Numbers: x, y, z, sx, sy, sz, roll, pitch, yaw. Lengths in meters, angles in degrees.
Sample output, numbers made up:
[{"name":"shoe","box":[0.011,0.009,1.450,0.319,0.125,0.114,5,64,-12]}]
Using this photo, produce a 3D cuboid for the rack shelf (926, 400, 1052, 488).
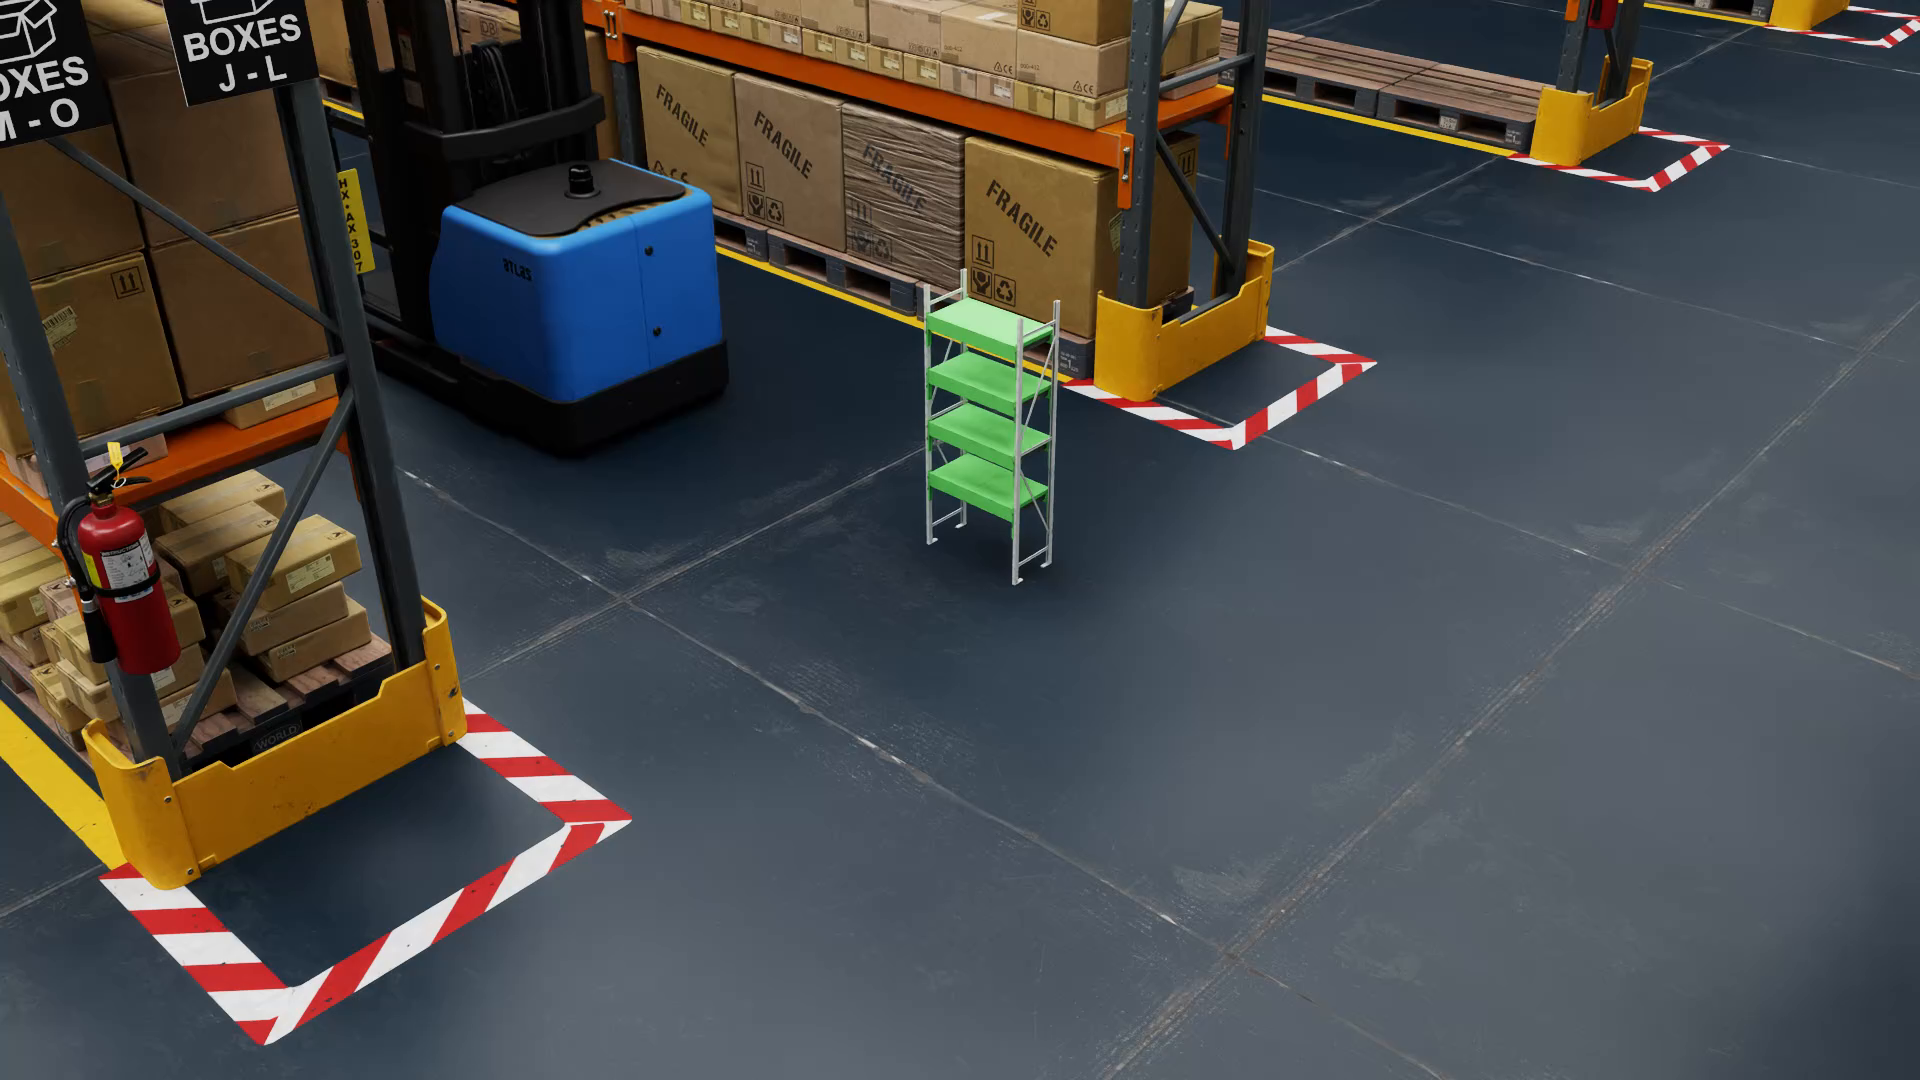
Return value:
[{"name":"rack shelf","box":[0.123,-0.402,6.878,0.480,0.148,0.258,25,39,35]}]

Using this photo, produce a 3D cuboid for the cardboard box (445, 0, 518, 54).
[{"name":"cardboard box","box":[-2.953,-3.435,11.700,0.875,0.875,1.225,24,38,34]}]

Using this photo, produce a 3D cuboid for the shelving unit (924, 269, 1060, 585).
[{"name":"shelving unit","box":[0.123,-0.457,6.845,0.503,1.200,0.258,25,39,35]}]

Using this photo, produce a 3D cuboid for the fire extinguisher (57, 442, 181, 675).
[{"name":"fire extinguisher","box":[-2.362,0.060,4.678,0.183,0.674,0.296,25,39,35]}]

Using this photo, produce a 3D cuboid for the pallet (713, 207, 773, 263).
[{"name":"pallet","box":[-1.290,-2.154,10.624,1.213,0.211,1.003,25,39,35]}]

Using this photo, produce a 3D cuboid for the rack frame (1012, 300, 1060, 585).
[{"name":"rack frame","box":[0.304,-0.372,6.705,0.015,1.200,0.240,25,39,35]}]

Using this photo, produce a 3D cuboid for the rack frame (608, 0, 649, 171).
[{"name":"rack frame","box":[-1.802,-3.642,10.392,0.127,3.000,1.000,25,39,35]}]

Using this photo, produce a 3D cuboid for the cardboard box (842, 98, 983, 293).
[{"name":"cardboard box","box":[-0.039,-2.033,9.372,0.875,0.875,0.875,25,39,35]}]

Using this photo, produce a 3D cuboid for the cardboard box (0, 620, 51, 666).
[{"name":"cardboard box","box":[-3.208,0.265,5.970,0.250,0.149,0.380,23,38,33]}]

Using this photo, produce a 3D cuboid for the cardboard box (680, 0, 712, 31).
[{"name":"cardboard box","box":[-1.415,-3.123,9.773,0.250,0.149,0.380,27,40,37]}]

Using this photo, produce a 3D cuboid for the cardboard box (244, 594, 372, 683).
[{"name":"cardboard box","box":[-2.413,0.342,6.131,0.250,0.149,0.380,26,40,36]}]

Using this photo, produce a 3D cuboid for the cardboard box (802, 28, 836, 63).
[{"name":"cardboard box","box":[-0.649,-2.766,9.180,0.250,0.149,0.380,24,38,34]}]

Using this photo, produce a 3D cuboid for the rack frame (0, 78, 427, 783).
[{"name":"rack frame","box":[-2.239,-0.396,5.000,0.127,3.000,1.000,25,39,35]}]

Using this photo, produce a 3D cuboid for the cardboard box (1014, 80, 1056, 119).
[{"name":"cardboard box","box":[0.485,-2.237,8.301,0.250,0.149,0.380,25,39,36]}]

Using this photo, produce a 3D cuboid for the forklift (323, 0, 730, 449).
[{"name":"forklift","box":[-2.602,-2.324,8.269,3.031,2.935,1.130,25,39,35]}]

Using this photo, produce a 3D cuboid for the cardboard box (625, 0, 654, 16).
[{"name":"cardboard box","box":[-1.805,-3.305,10.075,0.250,0.149,0.380,25,39,35]}]

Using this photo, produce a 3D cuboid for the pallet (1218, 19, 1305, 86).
[{"name":"pallet","box":[2.093,-4.102,13.859,1.213,0.211,1.003,25,39,35]}]

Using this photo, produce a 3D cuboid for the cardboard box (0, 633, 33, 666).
[{"name":"cardboard box","box":[-3.358,0.288,6.221,0.250,0.149,0.380,25,39,36]}]

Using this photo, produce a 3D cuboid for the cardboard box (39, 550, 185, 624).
[{"name":"cardboard box","box":[-2.949,0.195,5.798,0.250,0.149,0.380,26,40,36]}]

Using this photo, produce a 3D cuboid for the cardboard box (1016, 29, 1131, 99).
[{"name":"cardboard box","box":[0.627,-2.387,8.164,0.500,0.250,0.500,24,39,34]}]

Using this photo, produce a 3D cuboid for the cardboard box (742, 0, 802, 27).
[{"name":"cardboard box","box":[-0.876,-3.091,9.334,0.500,0.250,0.500,26,40,36]}]

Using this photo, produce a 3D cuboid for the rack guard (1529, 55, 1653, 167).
[{"name":"rack guard","box":[4.514,-3.078,11.877,0.348,0.500,1.175,25,39,35]}]

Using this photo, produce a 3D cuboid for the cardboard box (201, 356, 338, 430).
[{"name":"cardboard box","box":[-2.259,-0.526,5.459,0.250,0.149,0.380,25,39,35]}]

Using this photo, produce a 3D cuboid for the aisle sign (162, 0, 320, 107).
[{"name":"aisle sign","box":[-1.984,-1.599,4.478,0.004,0.787,0.394,25,39,35]}]

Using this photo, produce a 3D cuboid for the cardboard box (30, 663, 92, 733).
[{"name":"cardboard box","box":[-3.028,0.493,5.880,0.250,0.149,0.380,26,40,36]}]

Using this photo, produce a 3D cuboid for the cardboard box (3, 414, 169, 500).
[{"name":"cardboard box","box":[-2.670,-0.293,5.072,0.250,0.149,0.380,25,39,35]}]

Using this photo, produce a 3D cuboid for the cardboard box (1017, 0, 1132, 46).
[{"name":"cardboard box","box":[0.627,-2.710,7.974,0.500,0.500,0.500,26,39,36]}]

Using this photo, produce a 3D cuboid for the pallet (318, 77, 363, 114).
[{"name":"pallet","box":[-4.233,-3.530,12.909,1.213,0.211,1.003,25,39,35]}]

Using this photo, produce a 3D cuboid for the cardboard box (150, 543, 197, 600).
[{"name":"cardboard box","box":[-2.861,0.071,6.292,0.250,0.149,0.380,26,39,36]}]

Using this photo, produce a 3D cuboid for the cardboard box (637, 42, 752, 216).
[{"name":"cardboard box","box":[-1.366,-2.653,10.401,0.875,0.875,0.875,25,39,35]}]

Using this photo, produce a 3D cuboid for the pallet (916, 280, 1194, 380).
[{"name":"pallet","box":[0.519,-1.310,9.221,1.213,0.211,1.003,25,39,35]}]

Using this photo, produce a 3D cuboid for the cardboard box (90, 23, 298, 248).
[{"name":"cardboard box","box":[-2.394,-1.252,5.066,0.500,0.500,0.500,25,39,35]}]

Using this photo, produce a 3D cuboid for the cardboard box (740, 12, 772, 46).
[{"name":"cardboard box","box":[-1.029,-2.944,9.476,0.250,0.149,0.380,24,39,34]}]

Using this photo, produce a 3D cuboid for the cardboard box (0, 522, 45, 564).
[{"name":"cardboard box","box":[-3.376,0.040,6.055,0.250,0.149,0.380,23,38,33]}]

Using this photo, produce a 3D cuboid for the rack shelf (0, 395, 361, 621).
[{"name":"rack shelf","box":[-3.722,-0.780,6.335,4.000,0.370,1.077,25,39,35]}]

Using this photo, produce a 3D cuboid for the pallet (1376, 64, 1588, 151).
[{"name":"pallet","box":[3.902,-3.257,12.456,1.213,0.211,1.003,25,39,35]}]

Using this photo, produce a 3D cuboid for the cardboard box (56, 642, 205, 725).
[{"name":"cardboard box","box":[-2.822,0.444,5.672,0.250,0.149,0.380,24,38,34]}]

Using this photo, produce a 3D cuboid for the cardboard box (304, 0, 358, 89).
[{"name":"cardboard box","box":[-4.270,-4.049,12.721,0.875,0.875,1.225,23,38,33]}]

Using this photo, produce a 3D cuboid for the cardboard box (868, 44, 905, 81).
[{"name":"cardboard box","box":[-0.272,-2.590,8.888,0.250,0.149,0.380,25,39,35]}]

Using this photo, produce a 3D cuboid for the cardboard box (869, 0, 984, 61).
[{"name":"cardboard box","box":[-0.126,-2.739,8.749,0.500,0.250,0.500,24,38,34]}]

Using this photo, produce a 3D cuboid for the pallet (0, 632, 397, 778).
[{"name":"pallet","box":[-2.874,0.478,6.252,1.213,0.211,1.003,25,39,35]}]

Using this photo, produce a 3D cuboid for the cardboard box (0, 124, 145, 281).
[{"name":"cardboard box","box":[-2.745,-1.058,4.744,0.500,0.500,0.500,24,39,34]}]

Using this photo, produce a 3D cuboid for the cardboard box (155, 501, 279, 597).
[{"name":"cardboard box","box":[-2.685,0.030,6.072,0.250,0.149,0.380,26,40,36]}]

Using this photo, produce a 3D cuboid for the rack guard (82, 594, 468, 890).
[{"name":"rack guard","box":[-2.295,0.648,5.688,0.348,0.500,1.175,25,39,35]}]

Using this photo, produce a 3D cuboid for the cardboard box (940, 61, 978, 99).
[{"name":"cardboard box","box":[0.115,-2.411,8.591,0.250,0.149,0.380,26,40,36]}]

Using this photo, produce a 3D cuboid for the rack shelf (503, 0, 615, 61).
[{"name":"rack shelf","box":[-3.284,-4.026,11.727,4.000,0.370,1.077,25,39,35]}]

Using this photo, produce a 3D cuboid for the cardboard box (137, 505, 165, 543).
[{"name":"cardboard box","box":[-3.025,-0.161,6.389,0.250,0.149,0.380,23,38,33]}]

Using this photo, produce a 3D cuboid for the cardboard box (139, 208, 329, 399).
[{"name":"cardboard box","box":[-2.387,-0.827,5.331,0.500,0.500,0.500,27,40,37]}]

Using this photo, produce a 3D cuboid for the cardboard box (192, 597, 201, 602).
[{"name":"cardboard box","box":[-2.850,0.199,6.368,0.250,0.149,0.380,26,39,36]}]

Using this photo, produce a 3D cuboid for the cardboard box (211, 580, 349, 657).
[{"name":"cardboard box","box":[-2.455,0.238,6.014,0.250,0.149,0.380,27,40,37]}]

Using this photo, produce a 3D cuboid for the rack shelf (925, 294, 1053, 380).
[{"name":"rack shelf","box":[0.123,-0.813,6.631,0.480,0.148,0.258,25,39,35]}]

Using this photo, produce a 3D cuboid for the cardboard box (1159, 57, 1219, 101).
[{"name":"cardboard box","box":[1.122,-2.399,8.571,0.250,0.149,0.380,26,39,36]}]
